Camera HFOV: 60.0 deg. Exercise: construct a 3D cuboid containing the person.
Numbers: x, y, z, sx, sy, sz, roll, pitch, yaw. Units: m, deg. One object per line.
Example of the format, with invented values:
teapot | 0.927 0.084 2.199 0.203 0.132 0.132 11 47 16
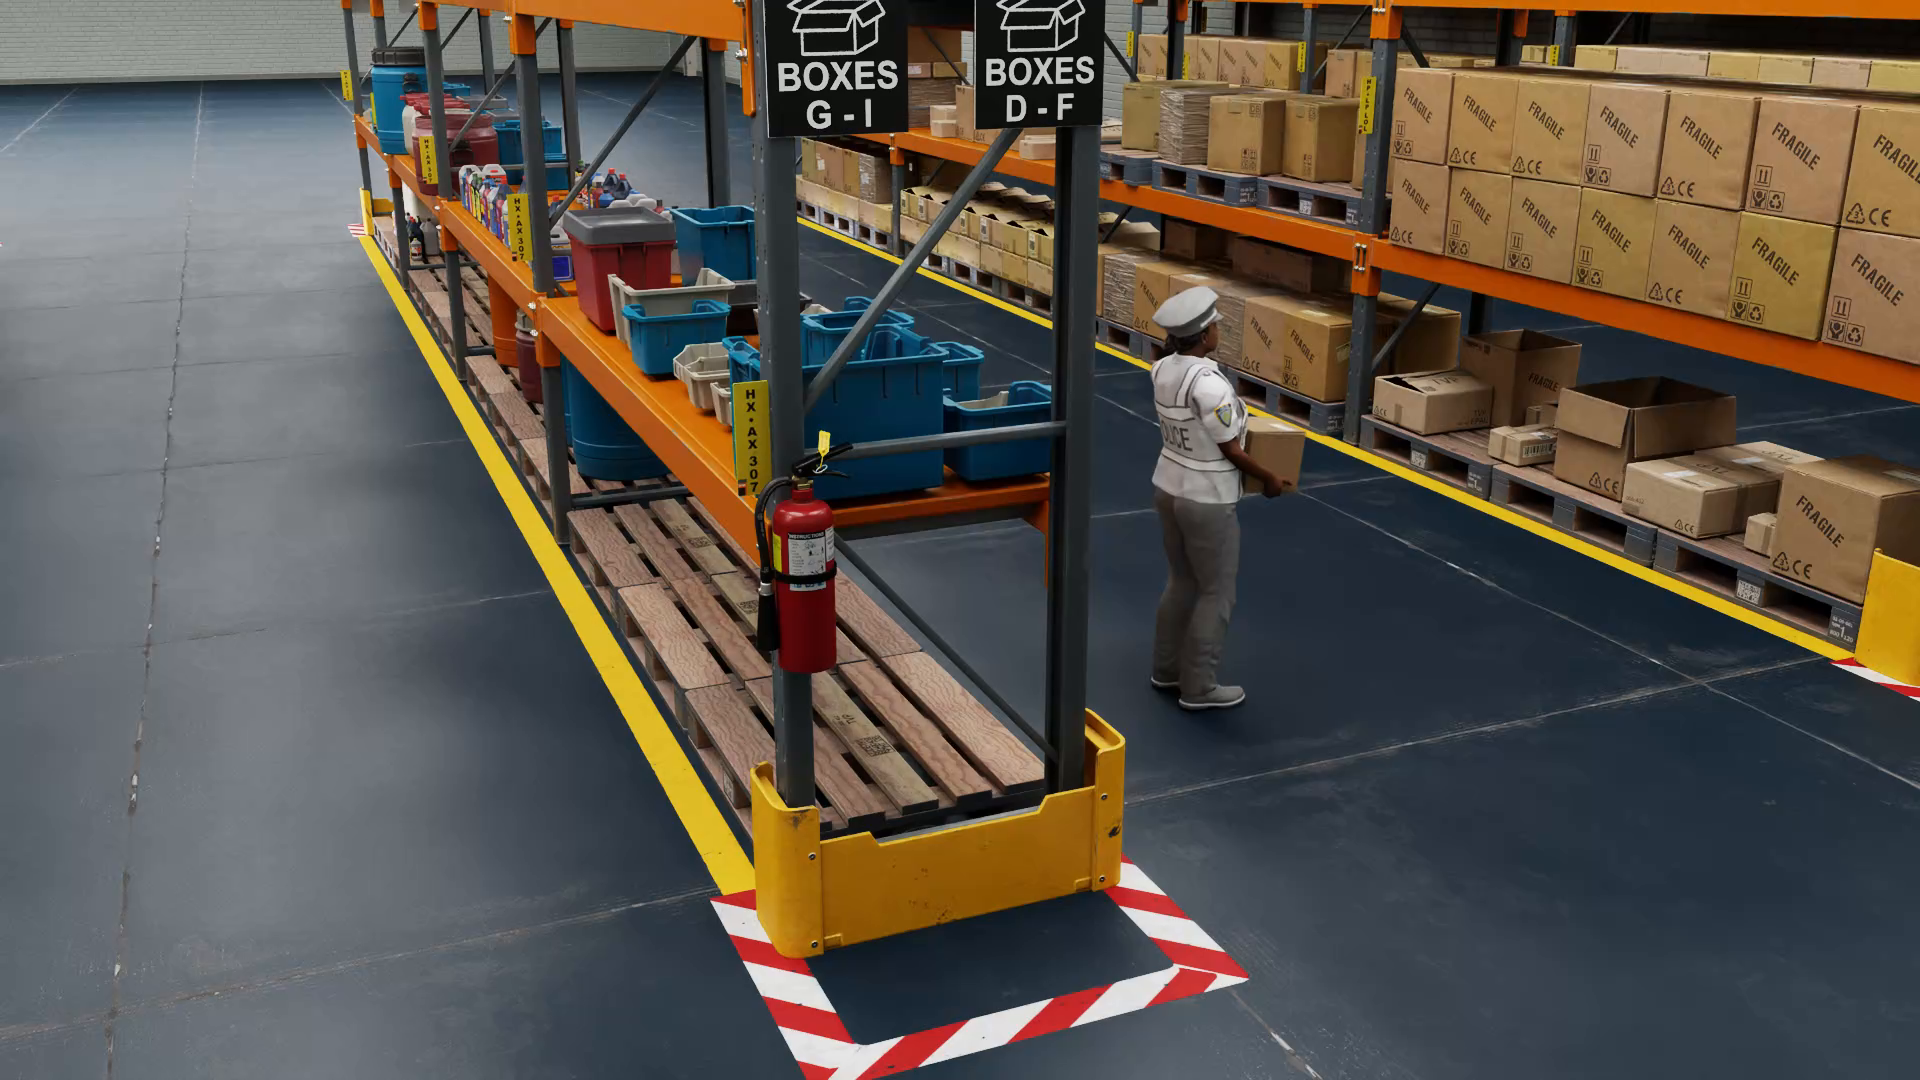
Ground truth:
person | 1.013 -0.173 6.622 0.540 1.688 0.450 -8 20 -22
